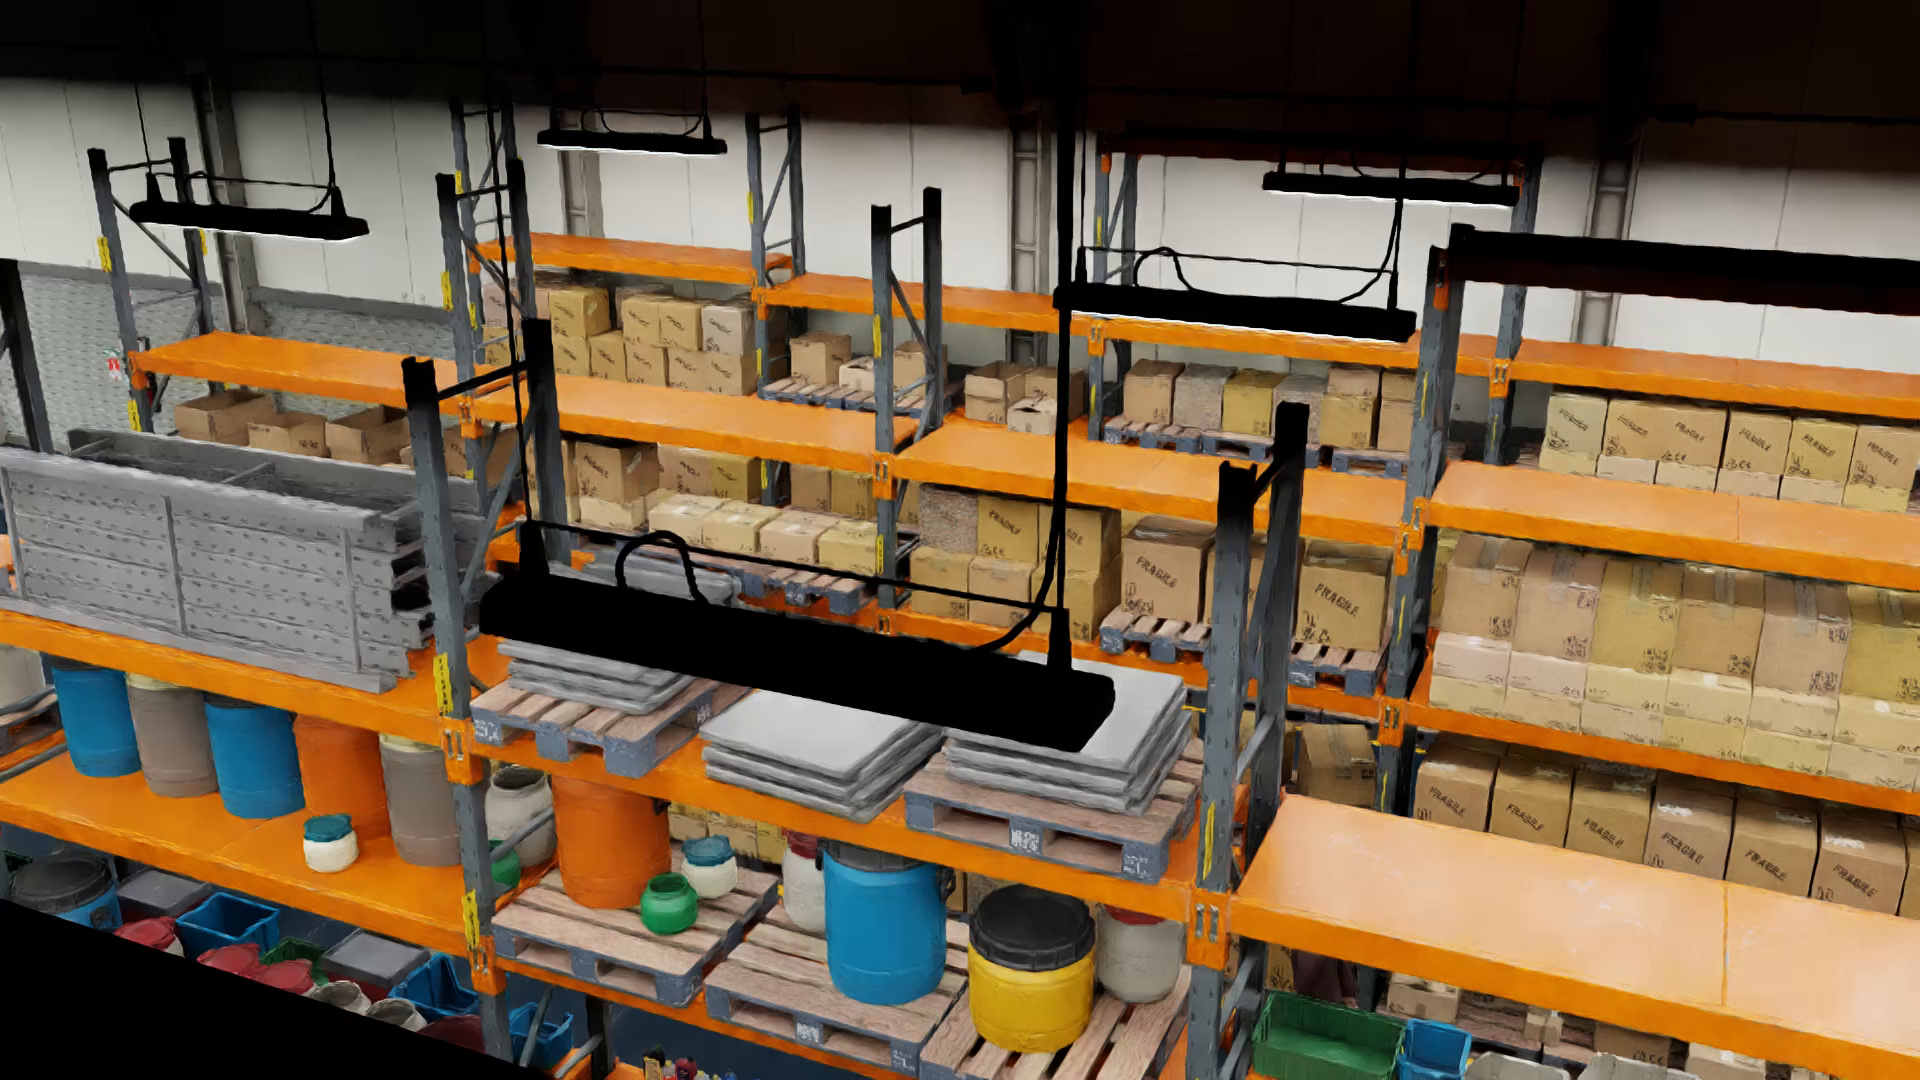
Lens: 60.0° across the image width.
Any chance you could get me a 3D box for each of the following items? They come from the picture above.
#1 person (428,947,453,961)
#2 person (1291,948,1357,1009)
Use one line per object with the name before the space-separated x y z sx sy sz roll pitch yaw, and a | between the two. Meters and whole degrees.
person | -3.919 3.057 12.179 0.535 1.676 0.682 8 22 21
person | 2.444 3.246 11.589 1.111 1.716 0.600 8 22 21
